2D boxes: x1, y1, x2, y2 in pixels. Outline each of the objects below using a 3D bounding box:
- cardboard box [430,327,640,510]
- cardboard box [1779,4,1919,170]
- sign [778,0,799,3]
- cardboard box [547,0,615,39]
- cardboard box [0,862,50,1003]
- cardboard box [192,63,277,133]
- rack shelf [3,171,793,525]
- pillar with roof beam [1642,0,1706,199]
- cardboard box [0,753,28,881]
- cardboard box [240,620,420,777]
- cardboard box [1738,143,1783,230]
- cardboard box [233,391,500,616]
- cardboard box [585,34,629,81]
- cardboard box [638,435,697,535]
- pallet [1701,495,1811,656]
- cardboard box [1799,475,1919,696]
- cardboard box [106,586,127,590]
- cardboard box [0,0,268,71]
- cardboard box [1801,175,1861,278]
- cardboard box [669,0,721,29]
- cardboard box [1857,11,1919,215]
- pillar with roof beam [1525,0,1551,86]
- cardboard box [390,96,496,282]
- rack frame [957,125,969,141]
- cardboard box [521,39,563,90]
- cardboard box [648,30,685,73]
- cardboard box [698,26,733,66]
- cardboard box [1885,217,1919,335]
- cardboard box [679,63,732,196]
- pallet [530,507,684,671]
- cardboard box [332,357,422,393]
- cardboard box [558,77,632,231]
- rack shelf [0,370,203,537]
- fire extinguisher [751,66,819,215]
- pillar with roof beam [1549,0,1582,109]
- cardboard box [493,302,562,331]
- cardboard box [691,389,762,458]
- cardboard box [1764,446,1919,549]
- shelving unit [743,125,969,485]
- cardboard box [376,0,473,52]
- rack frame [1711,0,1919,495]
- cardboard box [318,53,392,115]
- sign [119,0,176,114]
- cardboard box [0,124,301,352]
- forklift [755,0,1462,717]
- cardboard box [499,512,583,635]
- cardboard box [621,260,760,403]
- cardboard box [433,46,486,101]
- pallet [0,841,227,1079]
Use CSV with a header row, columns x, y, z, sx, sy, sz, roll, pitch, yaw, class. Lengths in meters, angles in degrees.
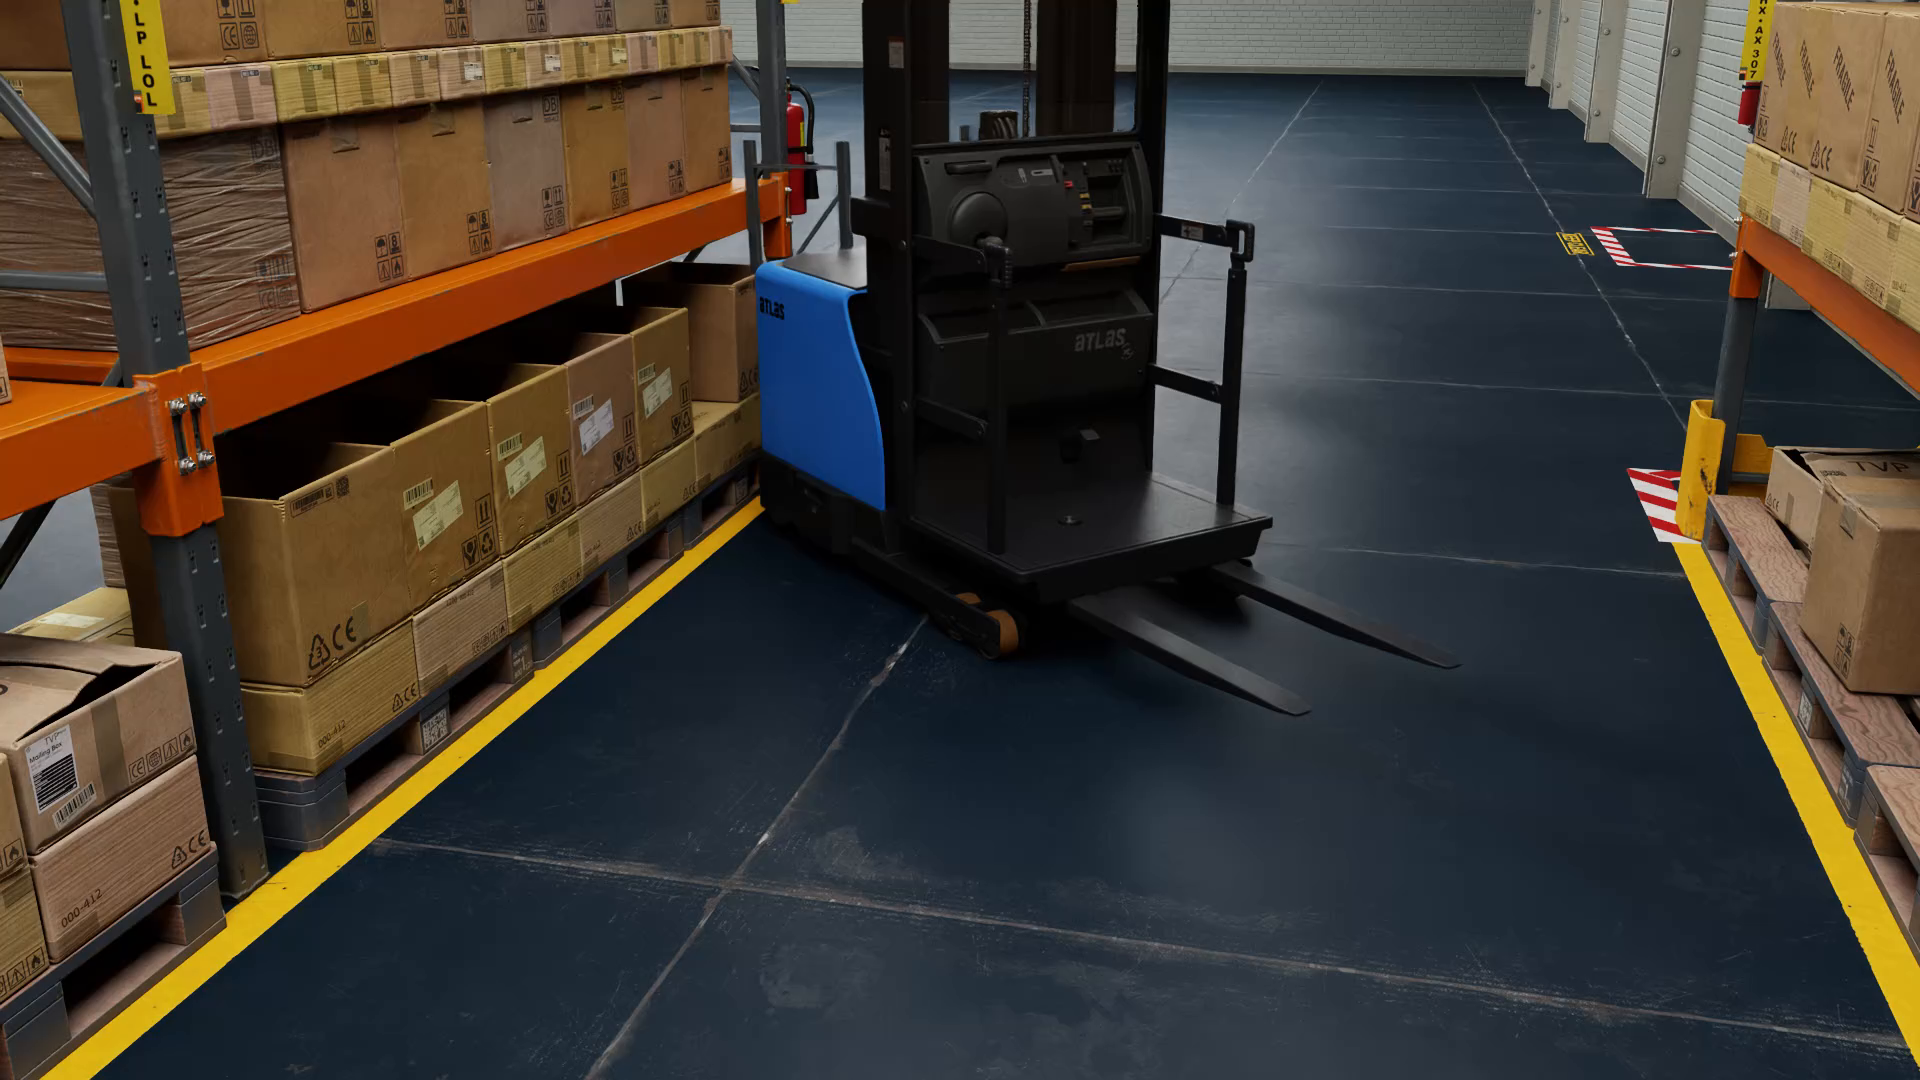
x,y,z,sx,sy,sz,roll,pitch,yaw,class
-1.456,-0.431,5.753,0.500,0.500,0.500,5,19,13,cardboard box
3.006,-1.465,5.376,0.500,0.500,0.500,5,19,14,cardboard box
-0.737,-2.454,7.074,0.100,0.325,0.005,5,19,13,sign
-1.645,-2.017,5.791,0.700,0.500,0.500,5,19,14,cardboard box
-2.183,0.826,3.233,0.500,0.250,0.500,4,19,13,cardboard box
-1.922,-1.090,4.078,0.380,0.149,0.250,5,19,14,cardboard box
-1.748,-0.874,5.719,1.077,0.370,4.000,5,19,13,rack shelf
2.970,-8.104,16.491,9.100,9.000,0.400,5,19,13,pillar with roof beam
-2.179,0.563,3.136,0.500,0.311,0.500,5,20,15,cardboard box
-1.830,0.393,4.499,0.500,0.250,0.500,5,19,13,cardboard box
3.118,-1.262,5.943,0.500,0.250,0.500,4,19,12,cardboard box
-1.706,-0.118,4.836,0.500,0.500,0.500,5,19,13,cardboard box
-1.421,-1.738,5.976,0.380,0.149,0.250,5,20,15,cardboard box
-1.335,-0.233,6.333,0.500,0.250,0.500,5,19,13,cardboard box
3.293,0.144,5.940,1.003,0.211,1.213,5,19,13,pallet
2.921,0.138,4.830,0.700,0.500,0.500,3,19,10,cardboard box
-2.204,0.196,5.076,0.500,0.250,0.500,5,19,13,cardboard box
-2.135,-1.388,3.950,0.700,0.500,0.500,5,19,14,cardboard box
2.874,-0.939,4.997,0.500,0.250,0.500,4,19,13,cardboard box
-1.399,-2.341,6.738,0.700,0.500,0.500,5,19,14,cardboard box
2.759,-1.140,4.427,0.500,0.500,0.500,5,20,15,cardboard box
7.368,-13.746,33.009,9.100,9.000,0.400,5,19,13,pillar with roof beam
-1.886,-1.097,5.105,0.700,0.500,0.500,5,19,14,cardboard box
-0.170,-1.190,7.853,0.500,1.500,0.032,8,20,27,rack frame
-1.545,-1.574,5.498,0.380,0.149,0.250,4,19,13,cardboard box
-1.293,-1.899,6.447,0.380,0.149,0.250,4,19,13,cardboard box
-1.168,-2.061,6.922,0.380,0.149,0.250,4,19,12,cardboard box
2.627,-0.623,4.072,0.500,0.250,0.500,5,19,13,cardboard box
-1.386,-1.743,6.996,0.700,0.500,0.500,5,19,13,cardboard box
-1.706,0.102,6.061,1.003,0.211,1.213,5,19,13,pallet
-2.084,-0.315,5.415,0.500,0.500,0.500,5,19,13,cardboard box
-1.637,-1.423,6.059,0.700,0.500,0.500,5,19,14,cardboard box
-2.726,0.380,2.048,1.077,0.370,4.000,5,19,13,rack shelf
-0.780,-1.805,7.451,0.296,0.674,0.183,5,19,13,fire extinguisher
5.902,-11.865,27.503,9.100,9.000,0.400,5,19,13,pillar with roof beam
-1.836,-0.629,6.332,0.500,0.500,0.500,5,19,13,cardboard box
-1.104,-0.547,7.254,0.500,0.250,0.500,5,19,13,cardboard box
3.288,-0.177,6.045,0.500,0.311,0.500,2,19,7,cardboard box
-0.417,-1.049,7.420,0.587,1.500,1.083,8,20,27,shelving unit
-1.890,-1.704,4.873,0.700,0.500,0.500,5,19,13,cardboard box
3.545,-1.451,6.296,1.000,3.000,0.127,5,19,13,rack frame
-1.798,-1.253,4.557,0.380,0.149,0.250,4,19,13,cardboard box
-1.708,-1.058,3.476,0.100,0.325,0.005,5,19,13,sign
-2.135,-0.775,4.160,0.700,0.500,0.500,4,19,12,cardboard box
0.390,-1.163,5.558,1.130,2.935,3.031,-12,22,-31,forklift
-1.575,0.081,5.415,0.500,0.250,0.500,5,19,13,cardboard box
-1.102,-0.902,7.132,0.500,0.500,0.500,5,19,13,cardboard box
-1.673,-1.415,5.032,0.380,0.149,0.250,4,19,12,cardboard box
-2.379,0.966,3.533,1.003,0.211,1.213,5,19,13,pallet
